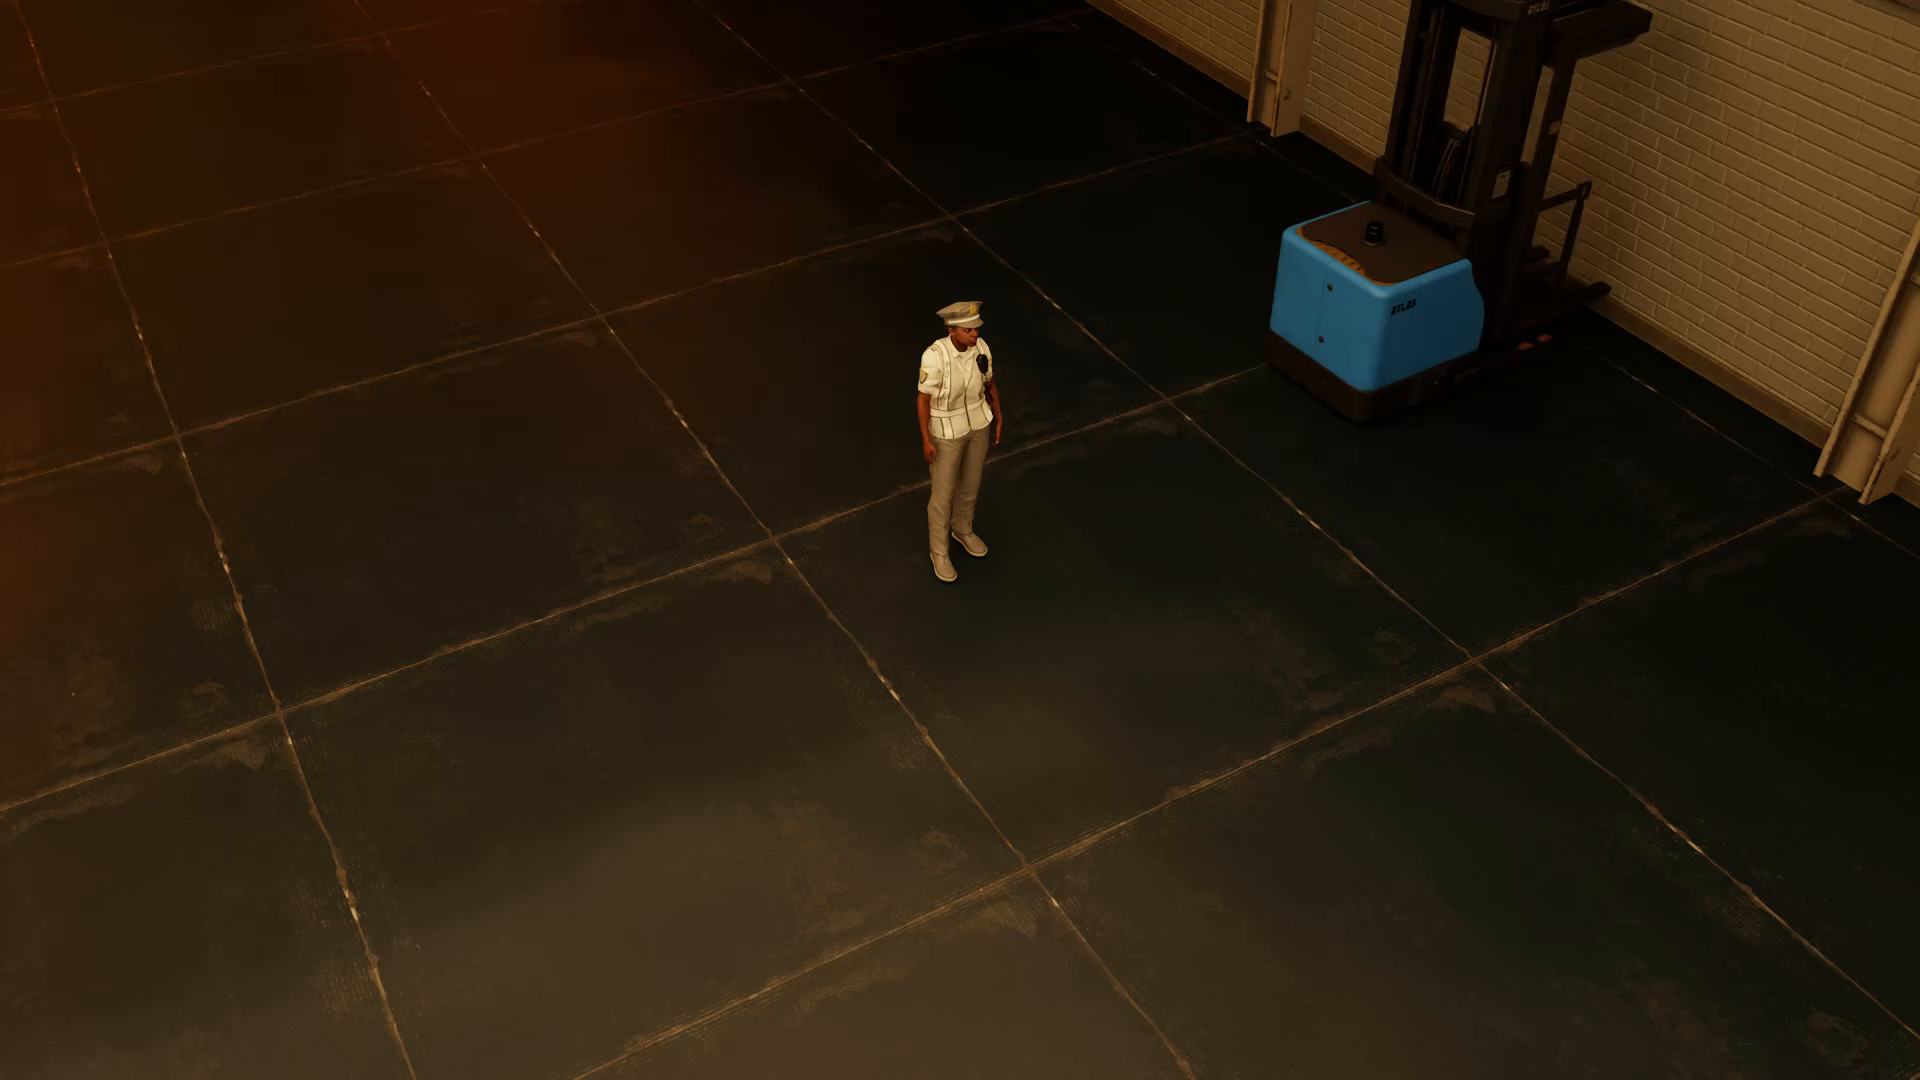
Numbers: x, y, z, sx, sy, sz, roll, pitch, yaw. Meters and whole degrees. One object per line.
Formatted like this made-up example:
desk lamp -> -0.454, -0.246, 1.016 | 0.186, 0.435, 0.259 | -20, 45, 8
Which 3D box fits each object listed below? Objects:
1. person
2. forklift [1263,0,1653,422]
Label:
person -> 0.020, -0.610, 9.728 | 0.569, 1.695, 0.528 | -20, 44, -23
forklift -> 3.675, -2.634, 11.211 | 3.031, 2.935, 1.130 | -22, 44, -24
